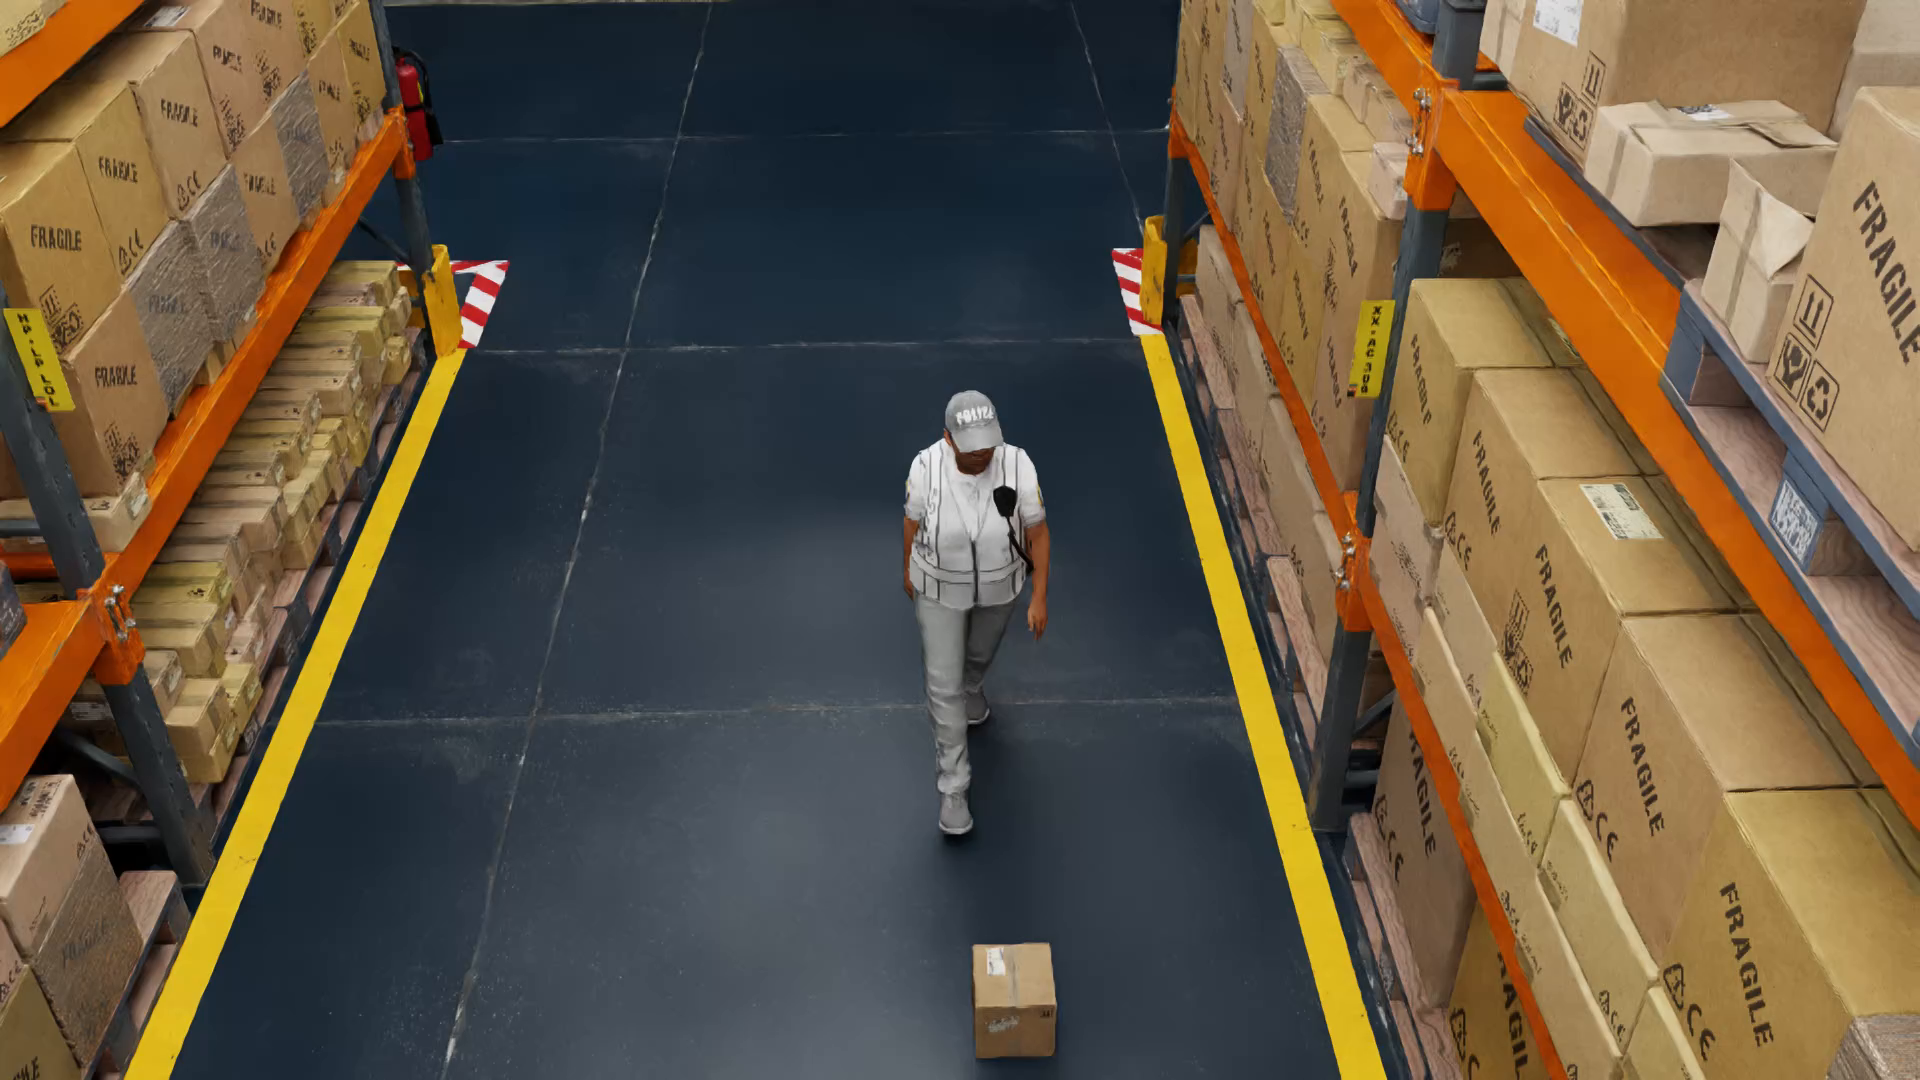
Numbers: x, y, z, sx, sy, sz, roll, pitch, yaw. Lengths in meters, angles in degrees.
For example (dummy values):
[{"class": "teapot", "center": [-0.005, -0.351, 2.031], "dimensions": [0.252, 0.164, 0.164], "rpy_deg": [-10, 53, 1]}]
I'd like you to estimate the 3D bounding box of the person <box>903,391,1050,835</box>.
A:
[{"class": "person", "center": [0.069, 0.180, 5.897], "dimensions": [0.497, 1.604, 0.940], "rpy_deg": [-6, 36, -8]}]
